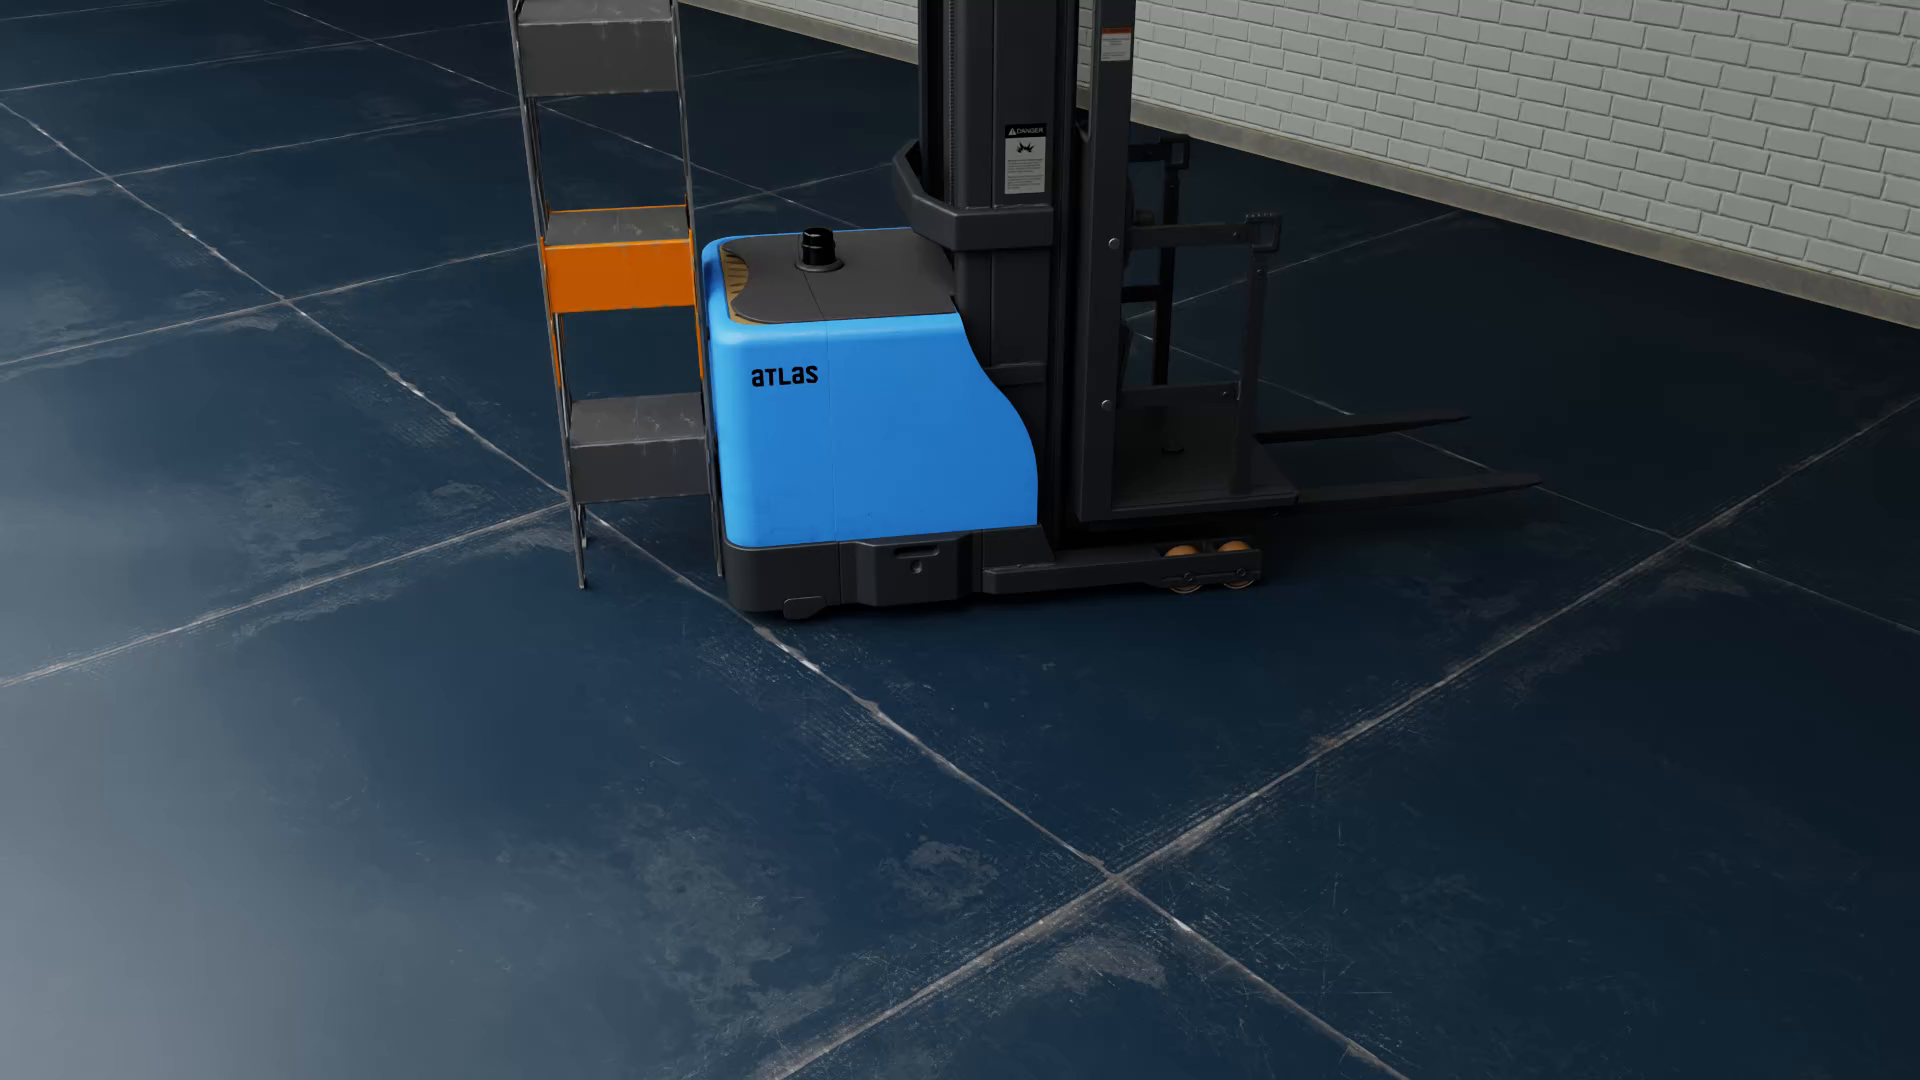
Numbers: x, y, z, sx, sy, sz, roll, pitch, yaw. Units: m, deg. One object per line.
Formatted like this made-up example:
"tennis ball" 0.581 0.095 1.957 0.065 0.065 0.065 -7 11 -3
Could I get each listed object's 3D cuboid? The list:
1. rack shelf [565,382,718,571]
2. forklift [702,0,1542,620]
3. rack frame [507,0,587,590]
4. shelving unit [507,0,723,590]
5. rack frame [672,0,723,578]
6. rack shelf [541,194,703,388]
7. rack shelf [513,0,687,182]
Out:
"rack shelf" -1.139 -0.233 5.972 0.480 0.518 0.431 -5 28 -9
"forklift" 0.621 -1.344 5.656 3.031 2.935 1.130 -5 28 -9
"rack frame" -1.379 -0.842 5.598 0.015 2.100 0.400 -5 28 -9
"shelving unit" -1.139 -0.862 5.635 0.503 2.100 0.431 -5 28 -9
"rack frame" -0.899 -0.882 5.673 0.015 2.100 0.400 -5 28 -9
"rack shelf" -1.139 -0.850 5.642 0.480 0.518 0.431 -5 28 -9
"rack shelf" -1.139 -1.467 5.312 0.480 0.518 0.431 -5 28 -9
